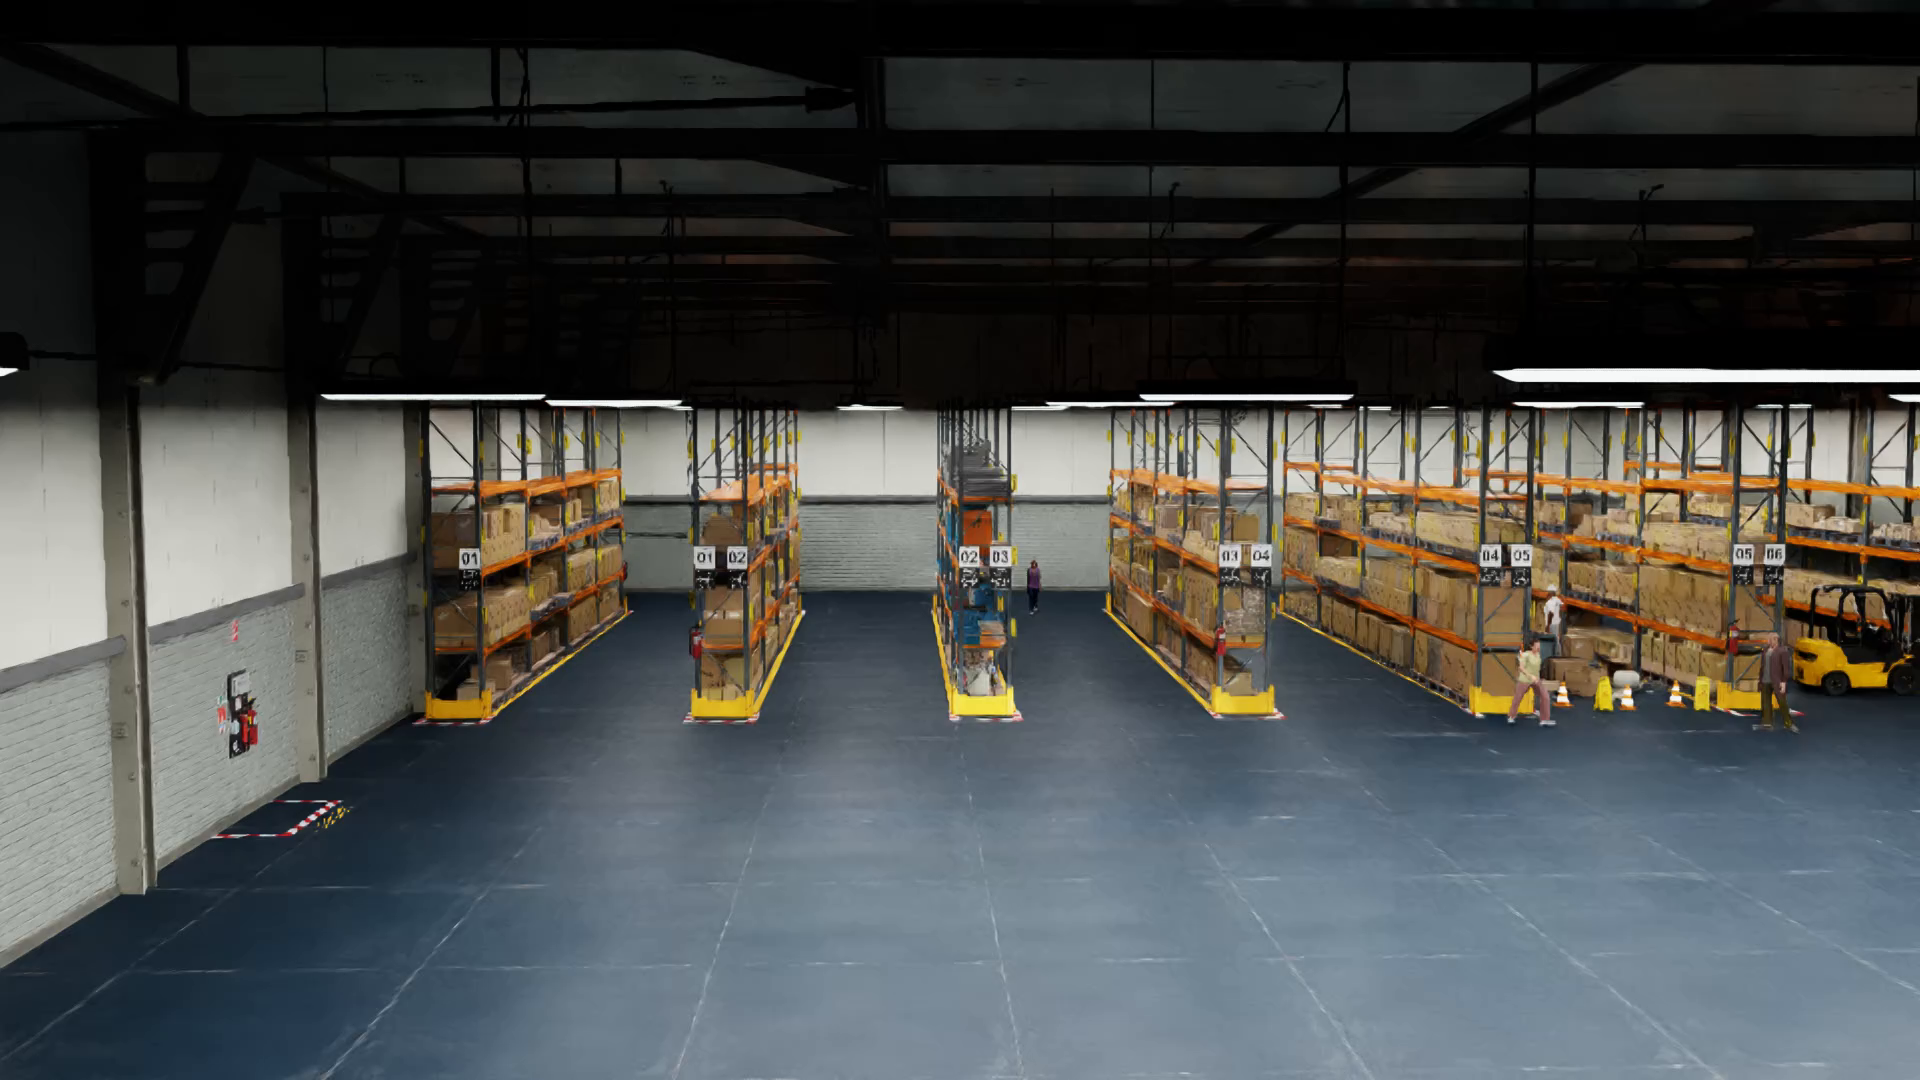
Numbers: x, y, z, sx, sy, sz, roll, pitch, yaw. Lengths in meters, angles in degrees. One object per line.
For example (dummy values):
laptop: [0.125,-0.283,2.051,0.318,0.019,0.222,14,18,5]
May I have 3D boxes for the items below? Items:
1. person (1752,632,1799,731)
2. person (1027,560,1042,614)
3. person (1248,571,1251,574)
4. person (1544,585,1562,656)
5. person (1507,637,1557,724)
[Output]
person: [14.647,2.588,29.879,0.510,1.668,0.690,-3,5,-30]
person: [2.108,1.328,47.282,0.417,1.477,1.034,0,4,-3]
person: [8.677,1.170,48.843,0.518,1.572,0.946,2,5,20]
person: [13.453,1.900,37.911,0.591,1.763,0.685,2,5,23]
person: [10.424,2.565,30.399,0.625,1.607,0.804,-2,5,-20]
